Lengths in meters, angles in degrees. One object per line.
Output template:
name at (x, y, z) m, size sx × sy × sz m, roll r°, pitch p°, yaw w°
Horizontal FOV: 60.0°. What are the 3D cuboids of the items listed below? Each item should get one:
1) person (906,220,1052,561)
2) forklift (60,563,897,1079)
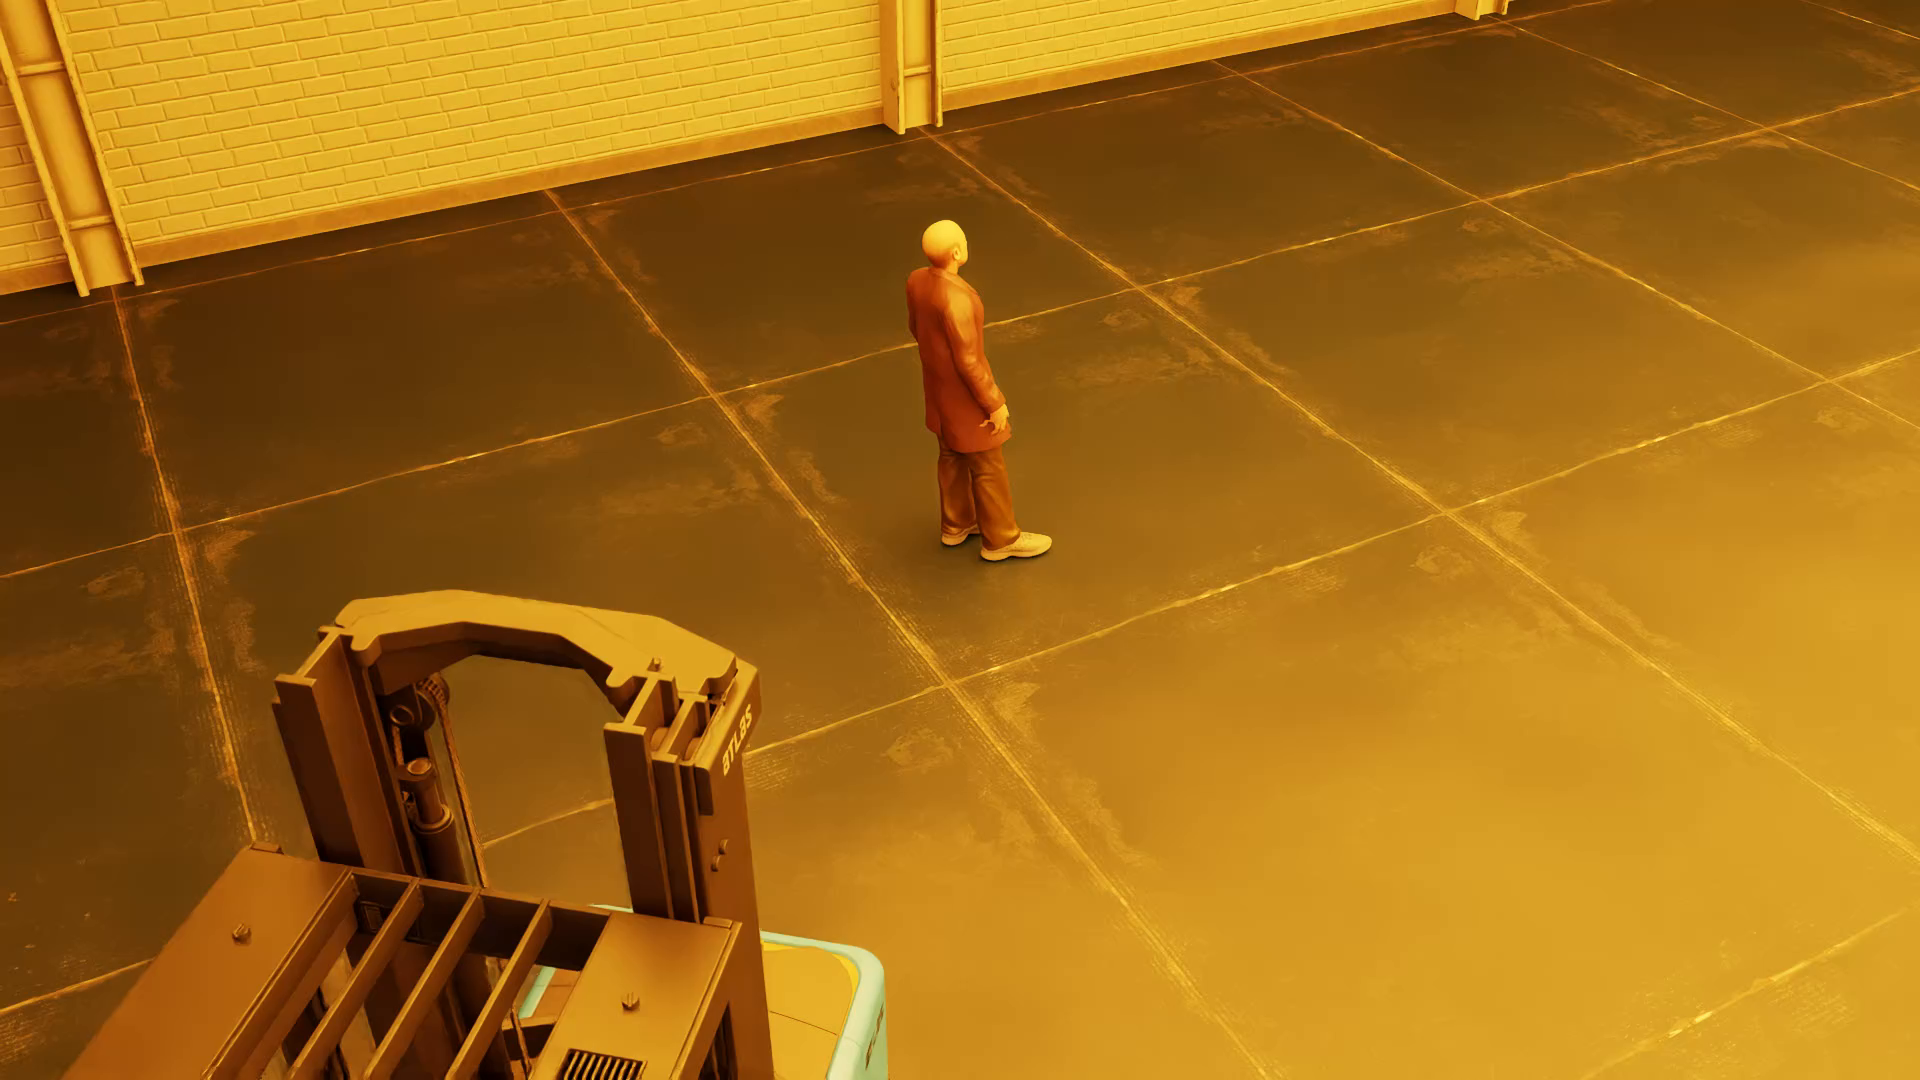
person at (0.082, -0.754, 8.176) m, size 0.582 × 1.775 × 0.696 m, roll -17°, pitch 39°, yaw -23°
forklift at (-1.001, 1.643, 3.798) m, size 1.130 × 2.935 × 3.031 m, roll 7°, pitch 36°, yaw 10°
